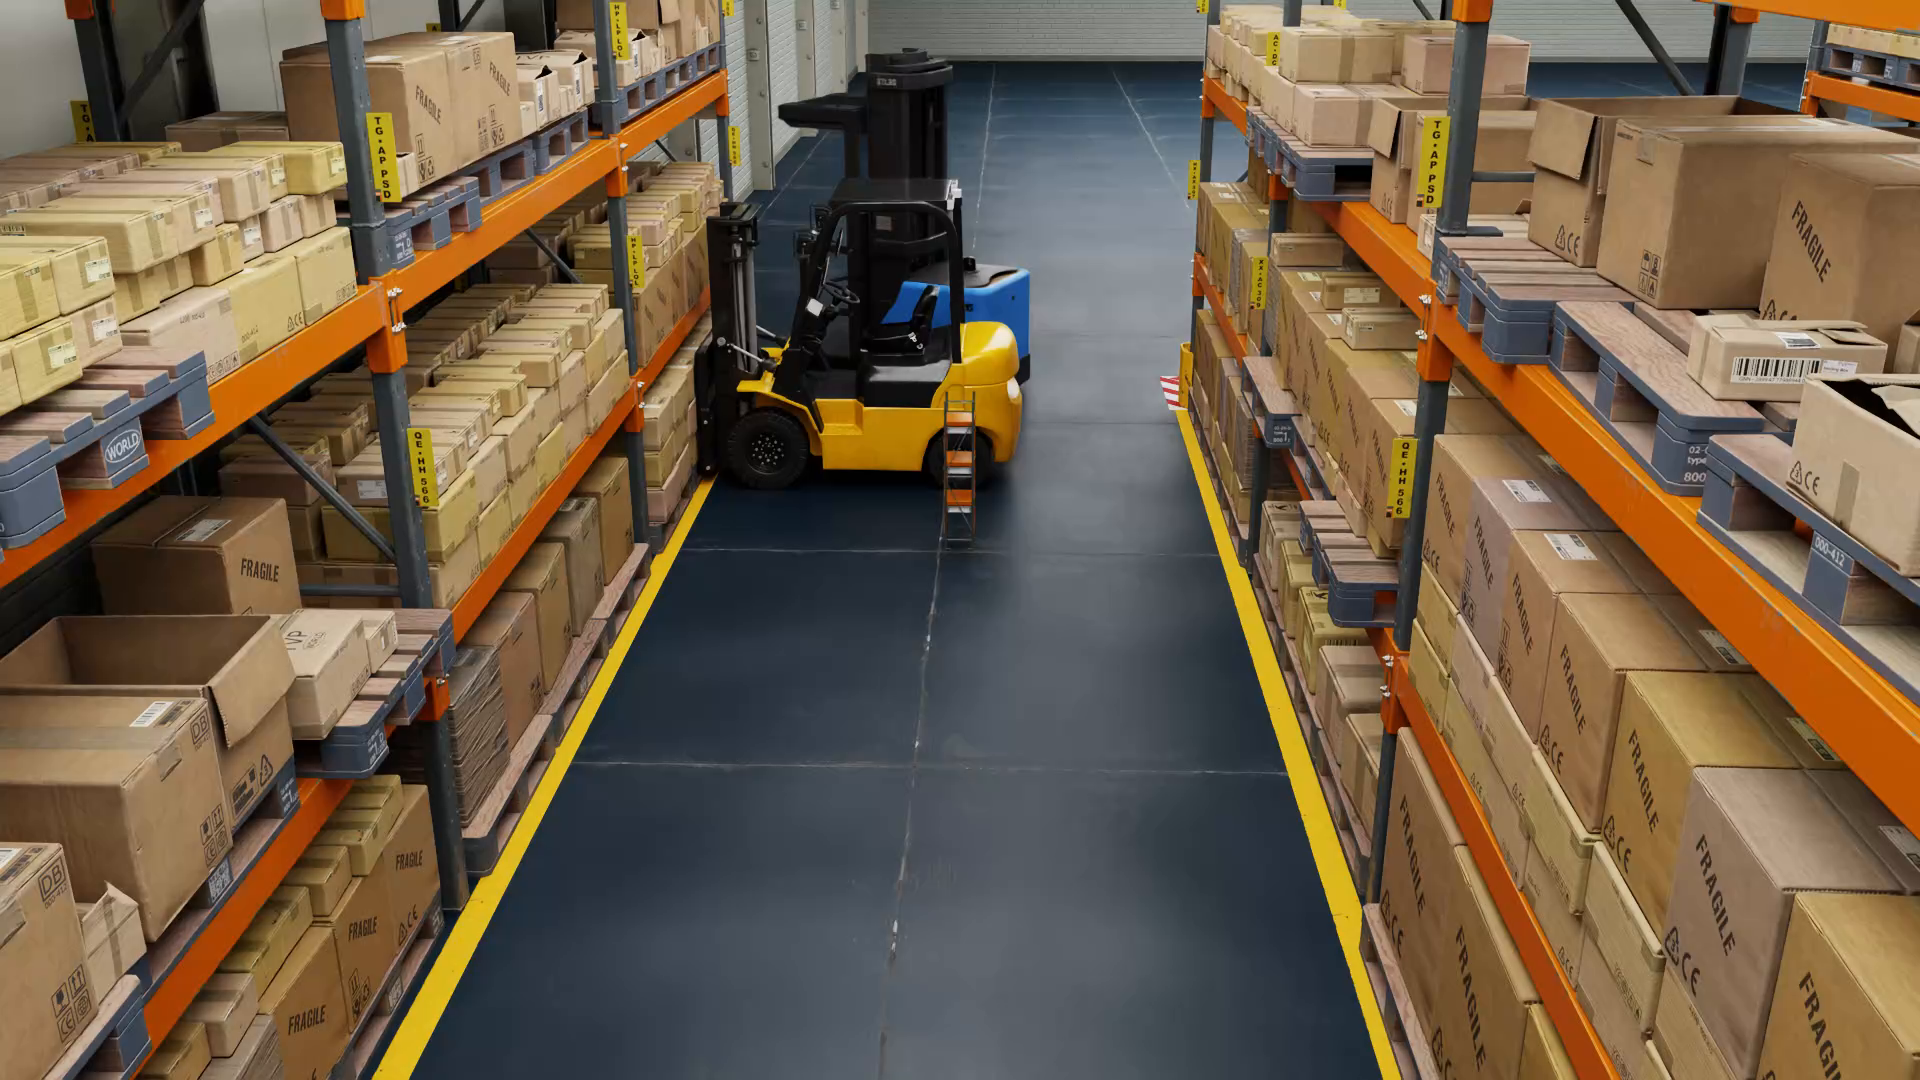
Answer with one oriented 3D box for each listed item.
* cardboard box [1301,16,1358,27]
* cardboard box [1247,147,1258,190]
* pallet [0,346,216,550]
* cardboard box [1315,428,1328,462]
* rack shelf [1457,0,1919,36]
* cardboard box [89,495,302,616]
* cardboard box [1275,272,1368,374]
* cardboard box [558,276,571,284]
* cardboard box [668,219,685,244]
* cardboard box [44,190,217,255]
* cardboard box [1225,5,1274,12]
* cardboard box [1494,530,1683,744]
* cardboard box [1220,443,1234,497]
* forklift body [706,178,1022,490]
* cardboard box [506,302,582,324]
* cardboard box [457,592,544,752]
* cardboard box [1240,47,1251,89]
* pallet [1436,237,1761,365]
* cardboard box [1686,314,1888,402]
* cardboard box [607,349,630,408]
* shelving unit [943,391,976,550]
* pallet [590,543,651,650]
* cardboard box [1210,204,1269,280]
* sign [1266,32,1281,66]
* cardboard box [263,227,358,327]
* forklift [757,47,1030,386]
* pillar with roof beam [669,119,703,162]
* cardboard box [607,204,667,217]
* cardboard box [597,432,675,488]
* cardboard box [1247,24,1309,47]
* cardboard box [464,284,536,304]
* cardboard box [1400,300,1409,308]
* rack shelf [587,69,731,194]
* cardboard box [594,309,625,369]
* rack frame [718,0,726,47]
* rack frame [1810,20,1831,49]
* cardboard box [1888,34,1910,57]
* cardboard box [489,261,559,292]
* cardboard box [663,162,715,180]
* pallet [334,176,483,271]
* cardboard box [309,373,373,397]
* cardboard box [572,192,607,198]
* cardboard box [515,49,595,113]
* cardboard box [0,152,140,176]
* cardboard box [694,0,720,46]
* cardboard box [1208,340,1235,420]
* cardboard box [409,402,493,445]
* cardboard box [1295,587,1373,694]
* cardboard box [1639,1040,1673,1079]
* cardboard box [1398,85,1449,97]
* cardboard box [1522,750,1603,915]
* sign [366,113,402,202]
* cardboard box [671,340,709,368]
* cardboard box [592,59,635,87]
[{"bbox_3d":[2.659,-3.695,12.004,0.380,0.149,0.250,0,21,0],"label":"cardboard box"},{"bbox_3d":[2.720,-3.091,13.417,0.700,0.500,0.500,0,21,0],"label":"cardboard box"},{"bbox_3d":[-2.690,-0.262,4.171,1.213,0.211,1.003,1,21,2],"label":"pallet"},{"bbox_3d":[2.017,-0.495,8.425,0.380,0.149,0.250,0,21,0],"label":"cardboard box"},{"bbox_3d":[2.214,-1.286,3.951,1.077,0.370,4.000,1,21,2],"label":"rack shelf"},{"bbox_3d":[-2.859,0.155,6.265,0.500,0.500,0.500,2,21,4],"label":"cardboard box"},{"bbox_3d":[2.081,-1.214,9.381,0.500,0.500,0.500,1,21,2],"label":"cardboard box"},{"bbox_3d":[-2.822,-1.446,10.970,0.500,0.500,0.500,1,21,1],"label":"cardboard box"},{"bbox_3d":[-2.226,-2.254,12.156,0.380,0.149,0.250,0,21,1],"label":"cardboard box"},{"bbox_3d":[-2.436,-0.935,4.890,0.380,0.149,0.250,0,21,0],"label":"cardboard box"},{"bbox_3d":[2.303,-4.154,13.185,0.380,0.149,0.250,0,21,1],"label":"cardboard box"},{"bbox_3d":[1.978,0.295,5.101,0.500,0.500,0.500,1,21,3],"label":"cardboard box"},{"bbox_3d":[2.152,-0.504,11.901,0.500,0.250,0.500,0,21,0],"label":"cardboard box"},{"bbox_3d":[-0.678,-1.579,12.624,2.313,2.155,1.214,1,21,2],"label":"forklift body"},{"bbox_3d":[-2.404,-1.275,9.634,0.380,0.149,0.250,1,21,2],"label":"cardboard box"},{"bbox_3d":[-2.642,0.662,8.378,0.875,0.625,0.625,1,21,3],"label":"cardboard box"},{"bbox_3d":[2.185,-3.177,11.220,0.500,0.250,0.500,0,21,1],"label":"cardboard box"},{"bbox_3d":[2.308,-0.811,5.587,1.213,0.211,1.003,2,21,4],"label":"pallet"},{"bbox_3d":[2.060,-0.459,4.160,0.380,0.166,0.250,2,21,6],"label":"cardboard box"},{"bbox_3d":[-2.319,-0.979,10.112,0.500,0.250,0.500,1,21,3],"label":"cardboard box"},{"bbox_3d":[-0.002,-0.470,11.289,0.215,1.050,0.252,1,21,2],"label":"shelving unit"},{"bbox_3d":[-2.549,0.333,10.379,1.003,0.211,1.213,1,21,2],"label":"pallet"},{"bbox_3d":[2.199,-2.272,12.689,0.500,0.500,0.500,0,21,1],"label":"cardboard box"},{"bbox_3d":[1.854,-2.823,9.797,0.100,0.325,0.005,1,21,2],"label":"sign"},{"bbox_3d":[-2.460,-0.928,5.834,0.500,0.250,0.500,0,21,0],"label":"cardboard box"},{"bbox_3d":[-0.926,-2.852,14.827,3.031,2.935,1.130,10,23,23],"label":"forklift"},{"bbox_3d":[1.120,-7.357,18.050,9.100,9.000,0.400,1,21,2],"label":"pillar with roof beam"},{"bbox_3d":[-2.299,-2.300,11.864,0.380,0.149,0.250,1,21,1],"label":"cardboard box"},{"bbox_3d":[-2.242,-0.552,11.335,0.500,0.250,0.500,1,21,1],"label":"cardboard box"},{"bbox_3d":[2.160,-3.420,11.296,0.380,0.149,0.250,1,21,2],"label":"cardboard box"},{"bbox_3d":[-2.790,-1.458,10.105,0.380,0.149,0.250,0,21,0],"label":"cardboard box"},{"bbox_3d":[2.576,-1.026,8.897,0.500,0.500,0.500,1,21,3],"label":"cardboard box"},{"bbox_3d":[-2.505,-3.020,12.013,1.077,0.370,4.000,1,21,2],"label":"rack shelf"},{"bbox_3d":[-2.325,-1.216,10.034,0.500,0.250,0.500,0,21,0],"label":"cardboard box"},{"bbox_3d":[-2.444,-5.477,13.204,1.000,3.000,0.127,1,21,2],"label":"rack frame"},{"bbox_3d":[7.469,-5.406,13.021,1.000,3.000,0.127,1,21,2],"label":"rack frame"},{"bbox_3d":[7.107,-3.647,12.263,0.380,0.149,0.250,1,21,2],"label":"cardboard box"},{"bbox_3d":[-2.812,-1.702,10.733,0.380,0.149,0.250,1,21,1],"label":"cardboard box"},{"bbox_3d":[-2.244,-3.036,13.760,0.380,0.149,0.250,1,21,2],"label":"cardboard box"},{"bbox_3d":[-2.756,-1.344,6.961,1.213,0.211,1.003,2,21,4],"label":"pallet"},{"bbox_3d":[-2.967,-0.719,8.201,0.380,0.149,0.250,0,21,1],"label":"cardboard box"},{"bbox_3d":[-2.743,-2.490,12.353,0.380,0.149,0.250,1,21,2],"label":"cardboard box"},{"bbox_3d":[-2.344,-2.569,9.260,0.500,0.311,0.500,0,21,0],"label":"cardboard box"},{"bbox_3d":[-3.012,-1.219,5.622,0.380,0.149,0.250,1,21,2],"label":"cardboard box"},{"bbox_3d":[-2.214,-4.205,13.215,0.500,0.500,0.500,1,21,3],"label":"cardboard box"},{"bbox_3d":[2.182,-1.223,12.717,0.500,0.500,0.500,1,21,3],"label":"cardboard box"},{"bbox_3d":[-2.399,-0.533,7.721,0.380,0.149,0.250,1,21,2],"label":"cardboard box"},{"bbox_3d":[2.345,0.550,9.017,0.950,0.372,0.625,1,21,3],"label":"cardboard box"},{"bbox_3d":[1.931,1.433,3.897,0.500,0.250,0.500,0,21,1],"label":"cardboard box"},{"bbox_3d":[2.486,-2.125,8.338,0.500,0.250,0.500,1,21,2],"label":"cardboard box"},{"bbox_3d":[1.939,0.833,4.751,0.500,0.250,0.500,1,21,3],"label":"cardboard box"},{"bbox_3d":[-2.145,-1.420,6.181,0.100,0.325,0.005,1,21,2],"label":"sign"},{"bbox_3d":[-2.184,-1.340,12.673,0.500,0.250,0.500,0,21,1],"label":"cardboard box"},{"bbox_3d":[-2.248,-2.916,10.380,0.380,0.149,0.250,1,21,3],"label":"cardboard box"}]
